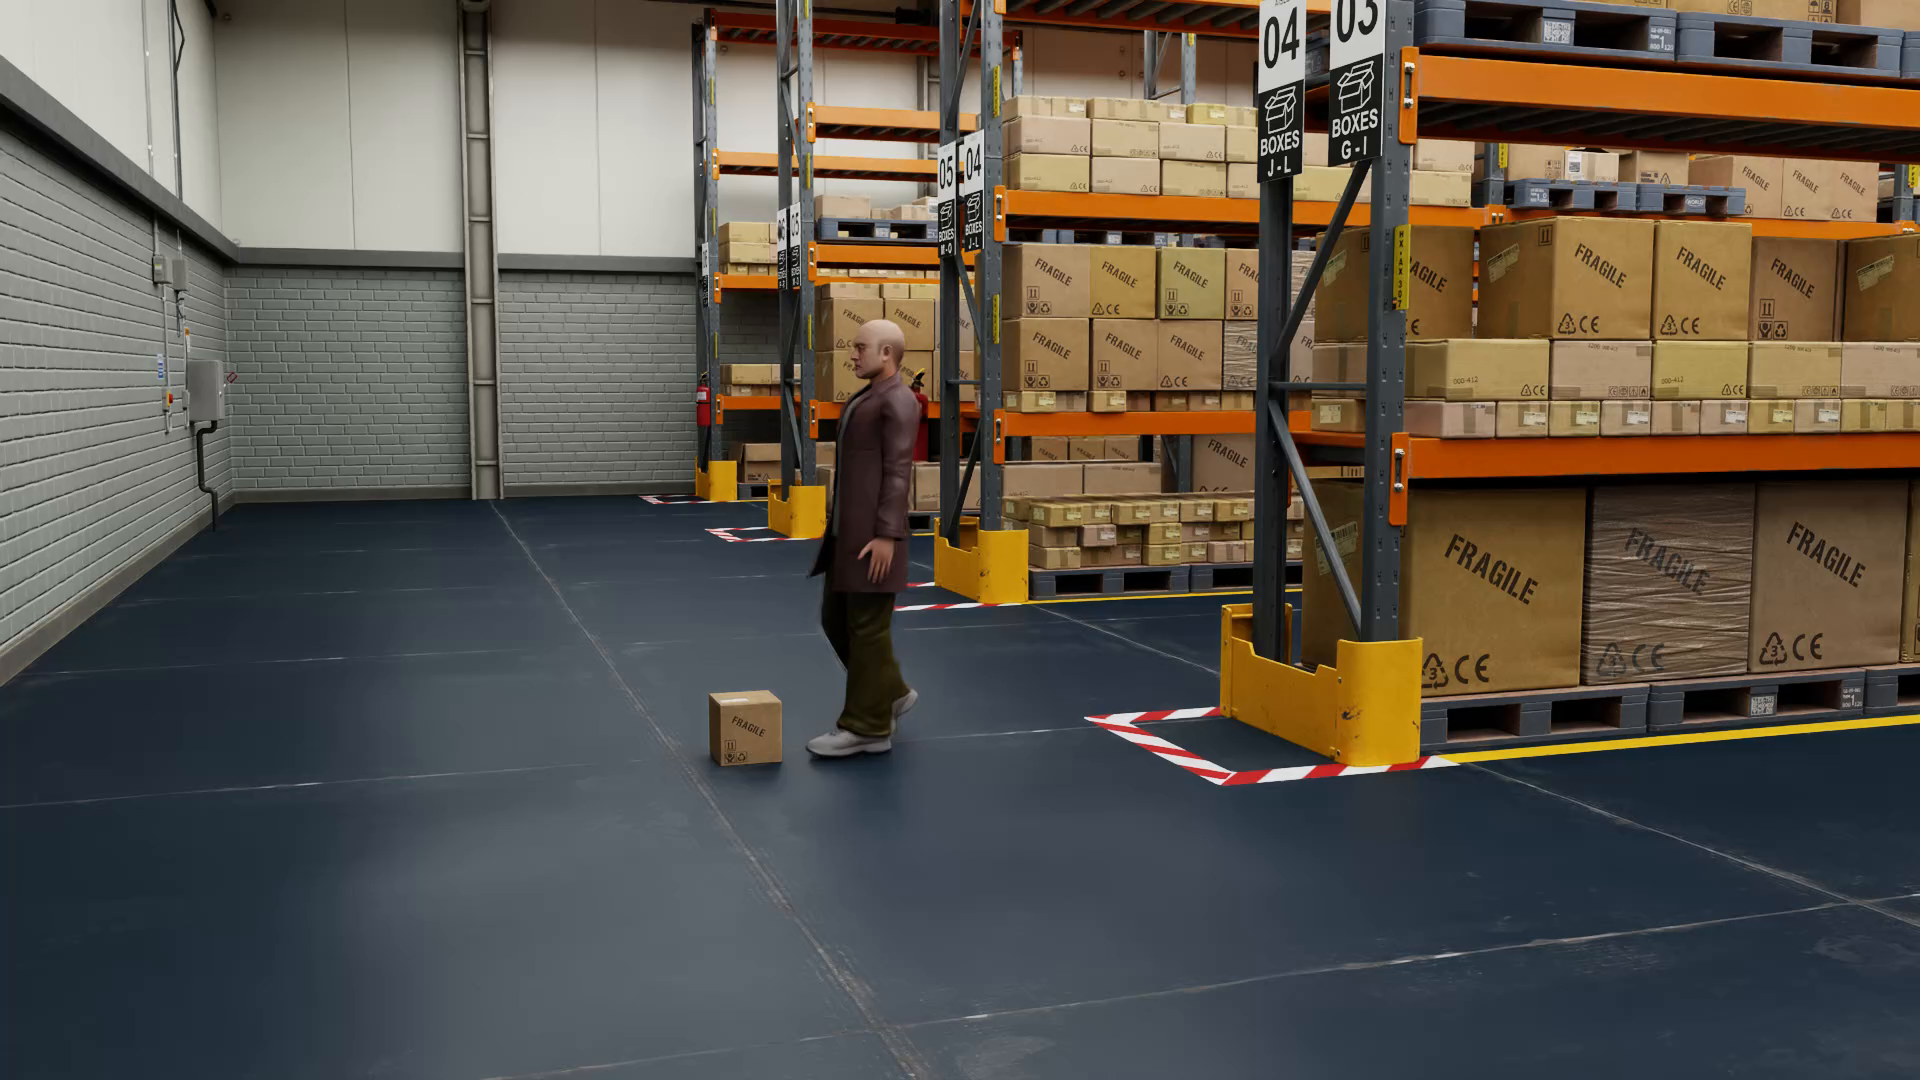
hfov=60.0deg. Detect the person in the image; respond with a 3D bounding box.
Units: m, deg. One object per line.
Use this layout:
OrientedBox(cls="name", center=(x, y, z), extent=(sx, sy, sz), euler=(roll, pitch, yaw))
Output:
OrientedBox(cls="person", center=(-0.383, 0.009, 6.859), extent=(0.580, 1.785, 0.625), euler=(-2, 6, -18))
